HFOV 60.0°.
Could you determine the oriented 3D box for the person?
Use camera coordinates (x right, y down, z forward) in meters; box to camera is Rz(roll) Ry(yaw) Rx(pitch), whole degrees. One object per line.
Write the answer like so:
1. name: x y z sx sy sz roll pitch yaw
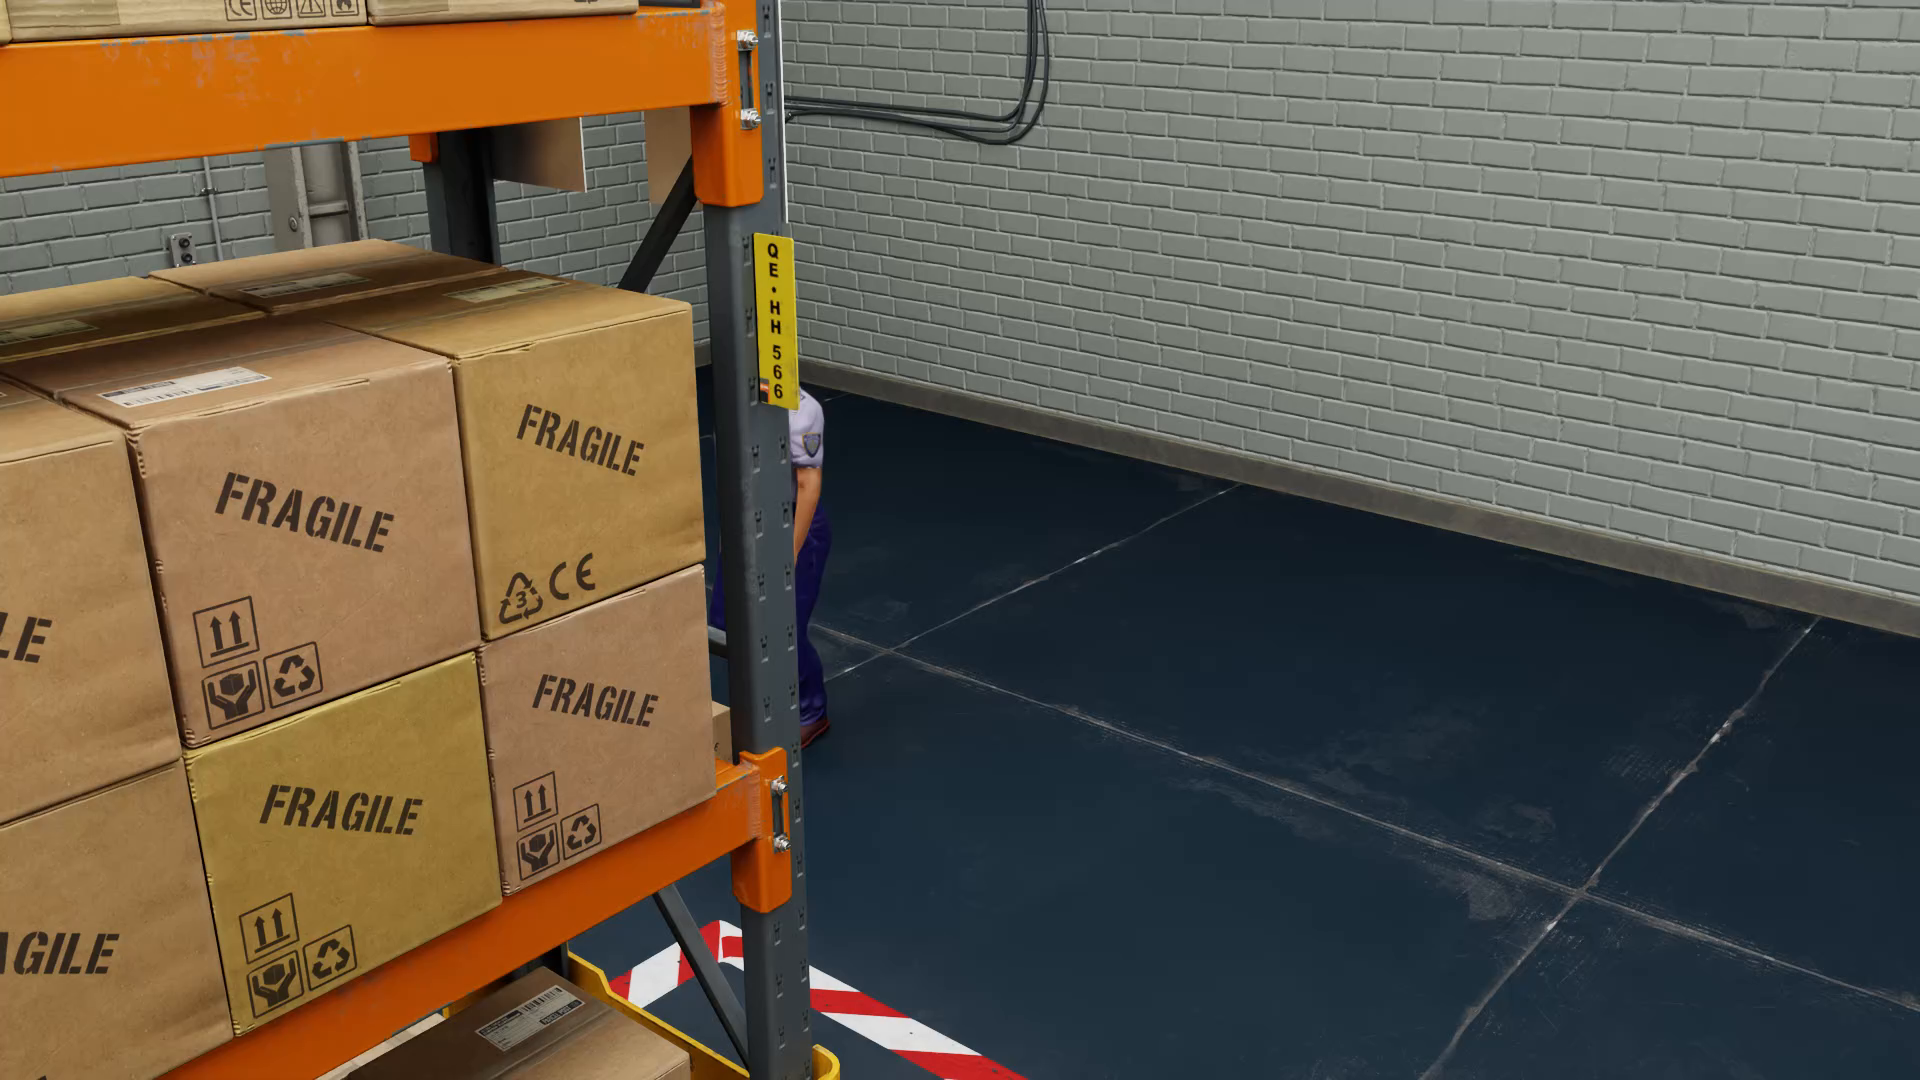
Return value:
1. person: -0.686 0.000 6.194 0.496 1.597 0.390 17 26 38
